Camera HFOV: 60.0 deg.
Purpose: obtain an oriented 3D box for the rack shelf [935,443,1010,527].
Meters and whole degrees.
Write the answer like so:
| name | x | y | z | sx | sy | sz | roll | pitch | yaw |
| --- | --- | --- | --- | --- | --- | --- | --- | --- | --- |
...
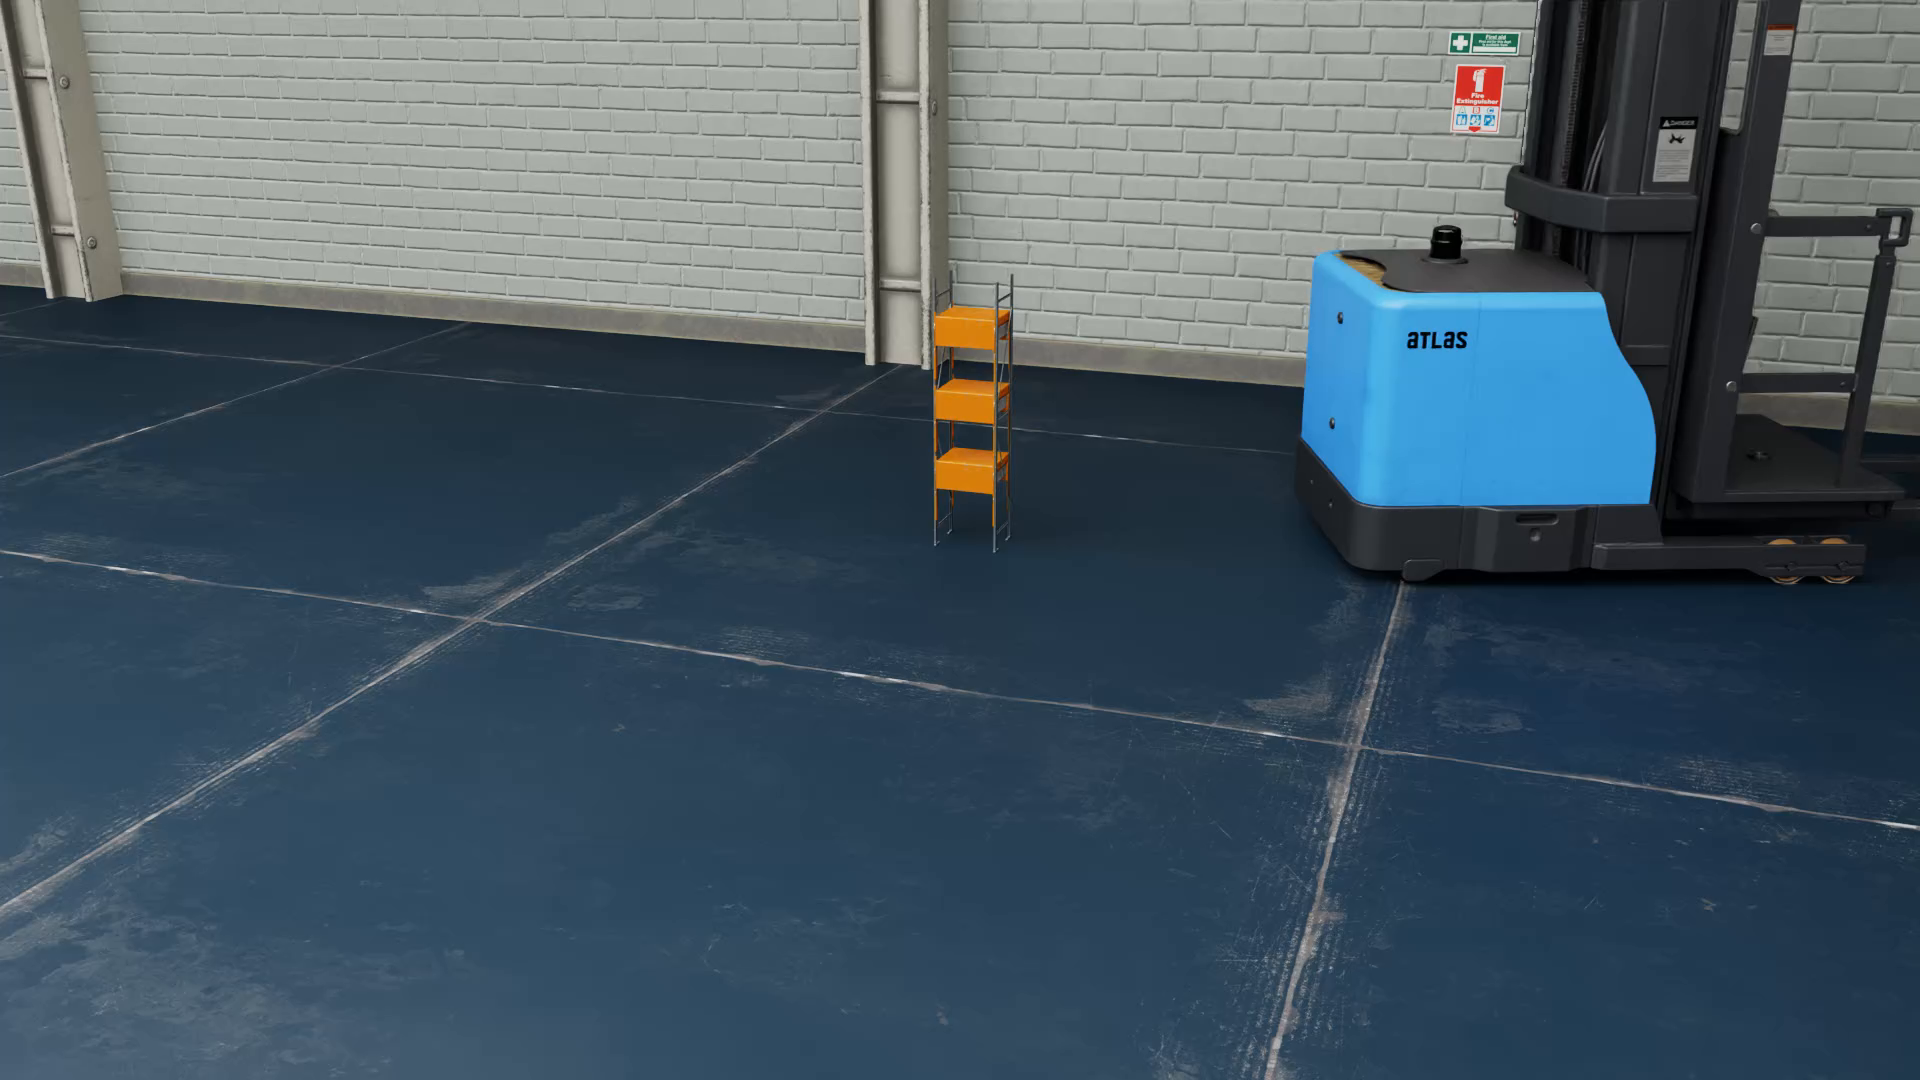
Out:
| name | x | y | z | sx | sy | sz | roll | pitch | yaw |
| --- | --- | --- | --- | --- | --- | --- | --- | --- | --- |
| rack shelf | 0.051 | -0.218 | 6.482 | 0.240 | 0.259 | 0.215 | 7 | 20 | 18 |

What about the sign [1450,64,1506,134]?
| name | x | y | z | sx | sy | sz | roll | pitch | yaw |
| --- | --- | --- | --- | --- | --- | --- | --- | --- | --- |
| sign | 2.556 | -2.178 | 8.214 | 0.234 | 0.329 | 0.001 | 7 | 20 | 18 |

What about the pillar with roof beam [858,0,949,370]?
| name | x | y | z | sx | sy | sz | roll | pitch | yaw |
| --- | --- | --- | --- | --- | --- | --- | --- | --- | --- |
| pillar with roof beam | -1.714 | -3.933 | 4.189 | 0.400 | 9.000 | 9.100 | 7 | 20 | 18 |

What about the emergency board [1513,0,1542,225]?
| name | x | y | z | sx | sy | sz | roll | pitch | yaw |
| --- | --- | --- | --- | --- | --- | --- | --- | --- | --- |
| emergency board | 3.045 | -2.070 | 7.957 | 0.643 | 1.169 | 0.194 | 7 | 20 | 18 |

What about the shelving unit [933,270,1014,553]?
| name | x | y | z | sx | sy | sz | roll | pitch | yaw |
| --- | --- | --- | --- | --- | --- | --- | --- | --- | --- |
| shelving unit | 0.051 | -0.490 | 6.387 | 0.252 | 1.050 | 0.215 | 7 | 20 | 18 |

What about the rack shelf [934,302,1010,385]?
| name | x | y | z | sx | sy | sz | roll | pitch | yaw |
| --- | --- | --- | --- | --- | --- | --- | --- | --- | --- |
| rack shelf | 0.051 | -0.748 | 6.297 | 0.240 | 0.259 | 0.215 | 7 | 20 | 18 |

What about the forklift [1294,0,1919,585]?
| name | x | y | z | sx | sy | sz | roll | pitch | yaw |
| --- | --- | --- | --- | --- | --- | --- | --- | --- | --- |
| forklift | 2.922 | -1.394 | 6.122 | 3.031 | 2.935 | 1.130 | -1 | 19 | -2 |

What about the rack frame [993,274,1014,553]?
| name | x | y | z | sx | sy | sz | roll | pitch | yaw |
| --- | --- | --- | --- | --- | --- | --- | --- | --- | --- |
| rack frame | 0.166 | -0.477 | 6.349 | 0.008 | 1.050 | 0.200 | 7 | 20 | 18 |

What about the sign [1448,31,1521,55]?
| name | x | y | z | sx | sy | sz | roll | pitch | yaw |
| --- | --- | --- | --- | --- | --- | --- | --- | --- | --- |
| sign | 2.558 | -2.425 | 8.118 | 0.331 | 0.109 | 0.001 | 7 | 20 | 18 |

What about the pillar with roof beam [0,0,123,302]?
| name | x | y | z | sx | sy | sz | roll | pitch | yaw |
| --- | --- | --- | --- | --- | --- | --- | --- | --- | --- |
| pillar with roof beam | -7.381 | -4.581 | 6.048 | 0.400 | 9.000 | 9.100 | 7 | 20 | 18 |

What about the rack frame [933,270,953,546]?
| name | x | y | z | sx | sy | sz | roll | pitch | yaw |
| --- | --- | --- | --- | --- | --- | --- | --- | --- | --- |
| rack frame | -0.065 | -0.503 | 6.425 | 0.008 | 1.050 | 0.200 | 7 | 20 | 18 |

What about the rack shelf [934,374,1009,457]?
| name | x | y | z | sx | sy | sz | roll | pitch | yaw |
| --- | --- | --- | --- | --- | --- | --- | --- | --- | --- |
| rack shelf | 0.051 | -0.480 | 6.390 | 0.240 | 0.259 | 0.215 | 7 | 20 | 18 |
